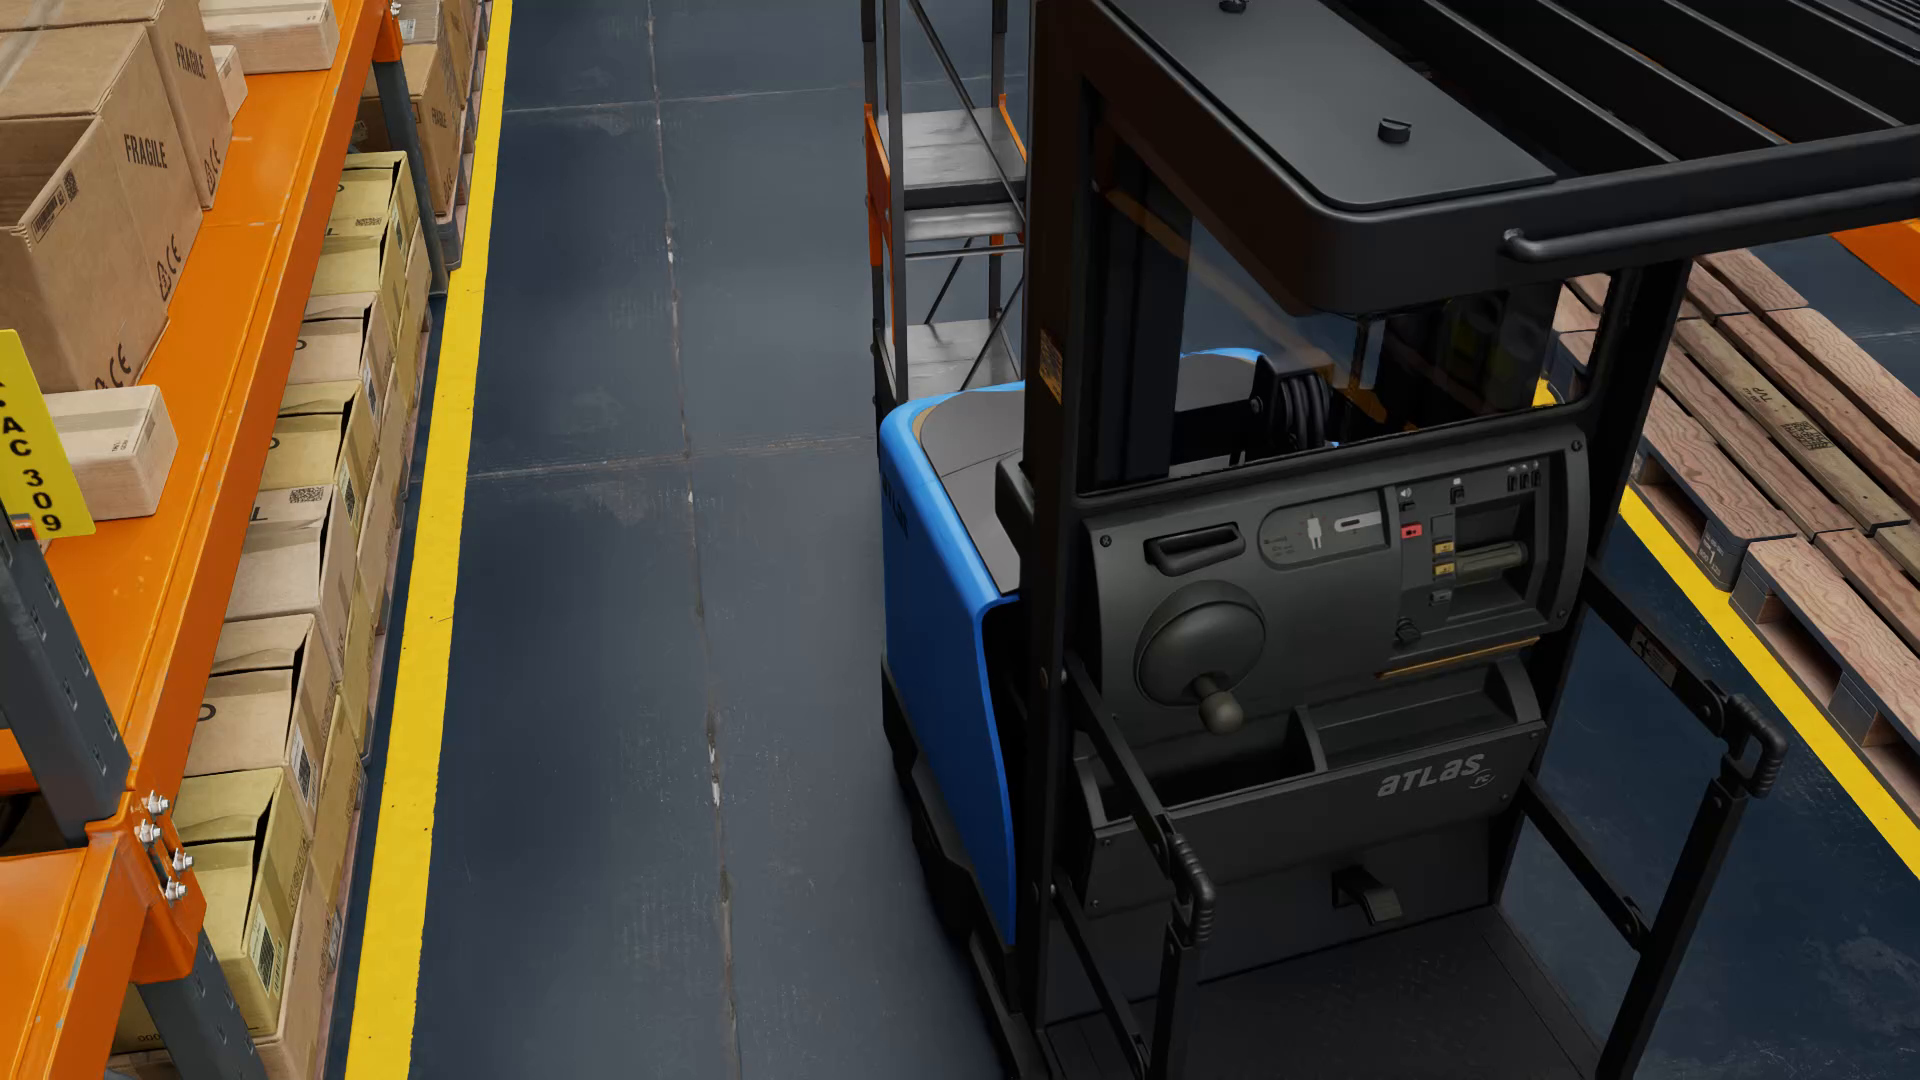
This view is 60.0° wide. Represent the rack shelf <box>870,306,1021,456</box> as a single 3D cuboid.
[{"bbox_3d":[-0.029,-0.366,5.172,0.431,0.518,0.480,-6,38,-8],"label":"rack shelf"}]

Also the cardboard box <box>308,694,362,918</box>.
[{"bbox_3d":[-1.711,0.641,3.878,0.500,0.250,0.500,-5,38,-7],"label":"cardboard box"}]

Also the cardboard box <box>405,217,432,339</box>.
[{"bbox_3d":[-2.165,-0.904,5.867,0.500,0.250,0.500,-5,38,-7],"label":"cardboard box"}]

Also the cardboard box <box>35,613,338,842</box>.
[{"bbox_3d":[-1.706,0.420,3.707,0.500,0.311,0.500,-7,38,-8],"label":"cardboard box"}]

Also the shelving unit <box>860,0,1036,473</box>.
[{"bbox_3d":[-0.029,-0.929,4.735,0.431,2.100,0.503,-6,38,-8],"label":"shelving unit"}]

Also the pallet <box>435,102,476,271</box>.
[{"bbox_3d":[-2.591,-1.469,6.969,1.003,0.211,1.213,-6,38,-8],"label":"pallet"}]

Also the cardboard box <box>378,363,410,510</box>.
[{"bbox_3d":[-1.986,-0.289,5.076,0.500,0.250,0.500,-5,38,-7],"label":"cardboard box"}]

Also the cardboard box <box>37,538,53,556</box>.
[{"bbox_3d":[-1.926,0.067,2.841,0.500,0.250,0.500,-4,38,-5],"label":"cardboard box"}]

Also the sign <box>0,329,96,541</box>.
[{"bbox_3d":[-1.250,-0.133,2.206,0.100,0.325,0.005,-6,38,-8],"label":"sign"}]

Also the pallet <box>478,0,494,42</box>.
[{"bbox_3d":[-3.019,-2.943,8.866,1.003,0.211,1.213,-6,38,-8],"label":"pallet"}]

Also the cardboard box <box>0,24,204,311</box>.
[{"bbox_3d":[-2.095,-0.825,3.786,0.500,0.500,0.500,-6,38,-8],"label":"cardboard box"}]

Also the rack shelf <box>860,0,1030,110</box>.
[{"bbox_3d":[-0.029,-1.471,4.313,0.431,0.518,0.480,-6,38,-8],"label":"rack shelf"}]

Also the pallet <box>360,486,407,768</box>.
[{"bbox_3d":[-2.181,0.222,4.792,1.003,0.211,1.213,-6,38,-8],"label":"pallet"}]

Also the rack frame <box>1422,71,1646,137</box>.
[{"bbox_3d":[2.380,-2.646,6.211,1.000,3.000,0.127,-6,38,-8],"label":"rack frame"}]

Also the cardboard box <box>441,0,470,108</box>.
[{"bbox_3d":[-2.476,-2.227,7.350,0.500,0.500,0.500,-7,38,-9],"label":"cardboard box"}]

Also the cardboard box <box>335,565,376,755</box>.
[{"bbox_3d":[-1.805,0.329,4.281,0.500,0.250,0.500,-7,38,-9],"label":"cardboard box"}]

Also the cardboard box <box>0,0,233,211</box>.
[{"bbox_3d":[-2.187,-1.143,4.195,0.500,0.500,0.500,-8,39,-10],"label":"cardboard box"}]

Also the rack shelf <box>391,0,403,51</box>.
[{"bbox_3d":[-2.848,-3.039,7.304,1.077,0.370,4.000,-6,38,-8],"label":"rack shelf"}]

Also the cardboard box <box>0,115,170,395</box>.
[{"bbox_3d":[-2.007,-0.523,3.396,0.500,0.500,0.500,-4,38,-5],"label":"cardboard box"}]

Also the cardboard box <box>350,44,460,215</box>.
[{"bbox_3d":[-2.296,-1.608,6.553,0.500,0.500,0.500,-5,38,-6],"label":"cardboard box"}]

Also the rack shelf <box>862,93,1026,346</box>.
[{"bbox_3d":[-0.029,-0.918,4.743,0.431,0.518,0.480,-6,38,-8],"label":"rack shelf"}]

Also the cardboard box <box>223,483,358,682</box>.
[{"bbox_3d":[-1.798,0.107,4.109,0.500,0.311,0.500,-7,38,-9],"label":"cardboard box"}]

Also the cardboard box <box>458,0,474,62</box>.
[{"bbox_3d":[-2.573,-2.541,7.755,0.500,0.500,0.500,-7,38,-9],"label":"cardboard box"}]

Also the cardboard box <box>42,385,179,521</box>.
[{"bbox_3d":[-1.750,-0.157,3.212,0.380,0.149,0.250,-6,38,-8],"label":"cardboard box"}]

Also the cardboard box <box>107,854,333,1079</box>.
[{"bbox_3d":[-1.623,0.950,3.481,0.500,0.250,0.500,-7,38,-9],"label":"cardboard box"}]

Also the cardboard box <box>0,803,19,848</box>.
[{"bbox_3d":[-2.150,0.785,3.236,0.500,0.311,0.500,-6,38,-8],"label":"cardboard box"}]

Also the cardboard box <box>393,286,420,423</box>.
[{"bbox_3d":[-2.071,-0.593,5.467,0.500,0.250,0.500,-7,38,-8],"label":"cardboard box"}]

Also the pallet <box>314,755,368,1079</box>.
[{"bbox_3d":[-1.964,0.961,3.841,1.003,0.211,1.213,-6,38,-8],"label":"pallet"}]

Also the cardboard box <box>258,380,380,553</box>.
[{"bbox_3d":[-1.894,-0.206,4.512,0.500,0.311,0.500,-5,38,-7],"label":"cardboard box"}]

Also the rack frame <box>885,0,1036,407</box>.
[{"bbox_3d":[0.014,-0.782,4.545,0.400,2.100,0.015,-6,38,-8],"label":"rack frame"}]

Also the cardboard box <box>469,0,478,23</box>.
[{"bbox_3d":[-2.664,-2.848,8.150,0.500,0.500,0.500,-6,38,-7],"label":"cardboard box"}]

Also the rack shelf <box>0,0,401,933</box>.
[{"bbox_3d":[-2.147,-0.623,4.194,1.077,0.370,4.000,-6,38,-8],"label":"rack shelf"}]

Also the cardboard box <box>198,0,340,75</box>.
[{"bbox_3d":[-2.068,-1.503,4.944,0.380,0.149,0.250,-6,38,-8],"label":"cardboard box"}]

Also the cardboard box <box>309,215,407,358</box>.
[{"bbox_3d":[-2.066,-0.814,5.294,0.500,0.311,0.500,-7,38,-9],"label":"cardboard box"}]

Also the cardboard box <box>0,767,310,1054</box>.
[{"bbox_3d":[-1.623,0.723,3.317,0.500,0.311,0.500,-6,38,-8],"label":"cardboard box"}]

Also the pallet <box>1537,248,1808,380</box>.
[{"bbox_3d":[2.477,-1.073,6.459,1.003,0.211,1.213,-6,38,-8],"label":"pallet"}]

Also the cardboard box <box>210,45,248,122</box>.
[{"bbox_3d":[-2.219,-1.252,4.621,0.380,0.149,0.250,-4,38,-5],"label":"cardboard box"}]

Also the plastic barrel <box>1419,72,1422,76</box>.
[{"bbox_3d":[2.277,-2.248,7.126,0.600,0.830,0.708,-6,38,-8],"label":"plastic barrel"}]

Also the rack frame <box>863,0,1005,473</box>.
[{"bbox_3d":[-0.072,-1.077,4.924,0.400,2.100,0.015,-6,38,-8],"label":"rack frame"}]

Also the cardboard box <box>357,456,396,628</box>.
[{"bbox_3d":[-1.893,0.021,4.676,0.500,0.250,0.500,-6,38,-7],"label":"cardboard box"}]

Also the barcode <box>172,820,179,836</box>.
[{"bbox_3d":[-1.431,0.536,3.012,0.001,0.075,0.075,-6,38,-8],"label":"barcode"}]

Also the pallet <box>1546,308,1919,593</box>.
[{"bbox_3d":[2.688,-0.337,5.512,1.003,0.211,1.213,-6,38,-8],"label":"pallet"}]

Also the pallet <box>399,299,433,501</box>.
[{"bbox_3d":[-2.392,-0.513,5.738,1.003,0.211,1.213,-6,38,-8],"label":"pallet"}]

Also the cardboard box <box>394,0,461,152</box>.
[{"bbox_3d":[-2.393,-1.923,6.960,0.500,0.500,0.500,-8,38,-10],"label":"cardboard box"}]

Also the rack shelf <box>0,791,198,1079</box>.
[{"bbox_3d":[-1.446,1.793,1.084,1.077,0.370,4.000,-6,38,-8],"label":"rack shelf"}]

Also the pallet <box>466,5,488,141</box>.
[{"bbox_3d":[-2.802,-2.205,7.916,1.003,0.211,1.213,-6,38,-8],"label":"pallet"}]

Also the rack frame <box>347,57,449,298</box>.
[{"bbox_3d":[-2.498,-2.115,5.528,1.000,3.000,0.127,-6,38,-8],"label":"rack frame"}]

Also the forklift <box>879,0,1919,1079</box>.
[{"bbox_3d":[0.729,0.140,2.681,1.130,2.935,3.031,-11,39,-14],"label":"forklift"}]

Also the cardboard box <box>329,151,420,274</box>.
[{"bbox_3d":[-2.163,-1.127,5.698,0.500,0.311,0.500,-5,38,-7],"label":"cardboard box"}]

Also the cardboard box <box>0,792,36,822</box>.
[{"bbox_3d":[-2.247,0.472,3.640,0.500,0.311,0.500,-5,38,-7],"label":"cardboard box"}]

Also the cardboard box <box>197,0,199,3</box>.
[{"bbox_3d":[-2.531,-1.519,4.833,0.500,0.311,0.500,-7,38,-8],"label":"cardboard box"}]

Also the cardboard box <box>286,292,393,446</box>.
[{"bbox_3d":[-1.980,-0.509,4.902,0.500,0.311,0.500,-6,38,-8],"label":"cardboard box"}]

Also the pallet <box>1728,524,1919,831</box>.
[{"bbox_3d":[2.905,0.401,4.562,1.003,0.211,1.213,-6,38,-8],"label":"pallet"}]
